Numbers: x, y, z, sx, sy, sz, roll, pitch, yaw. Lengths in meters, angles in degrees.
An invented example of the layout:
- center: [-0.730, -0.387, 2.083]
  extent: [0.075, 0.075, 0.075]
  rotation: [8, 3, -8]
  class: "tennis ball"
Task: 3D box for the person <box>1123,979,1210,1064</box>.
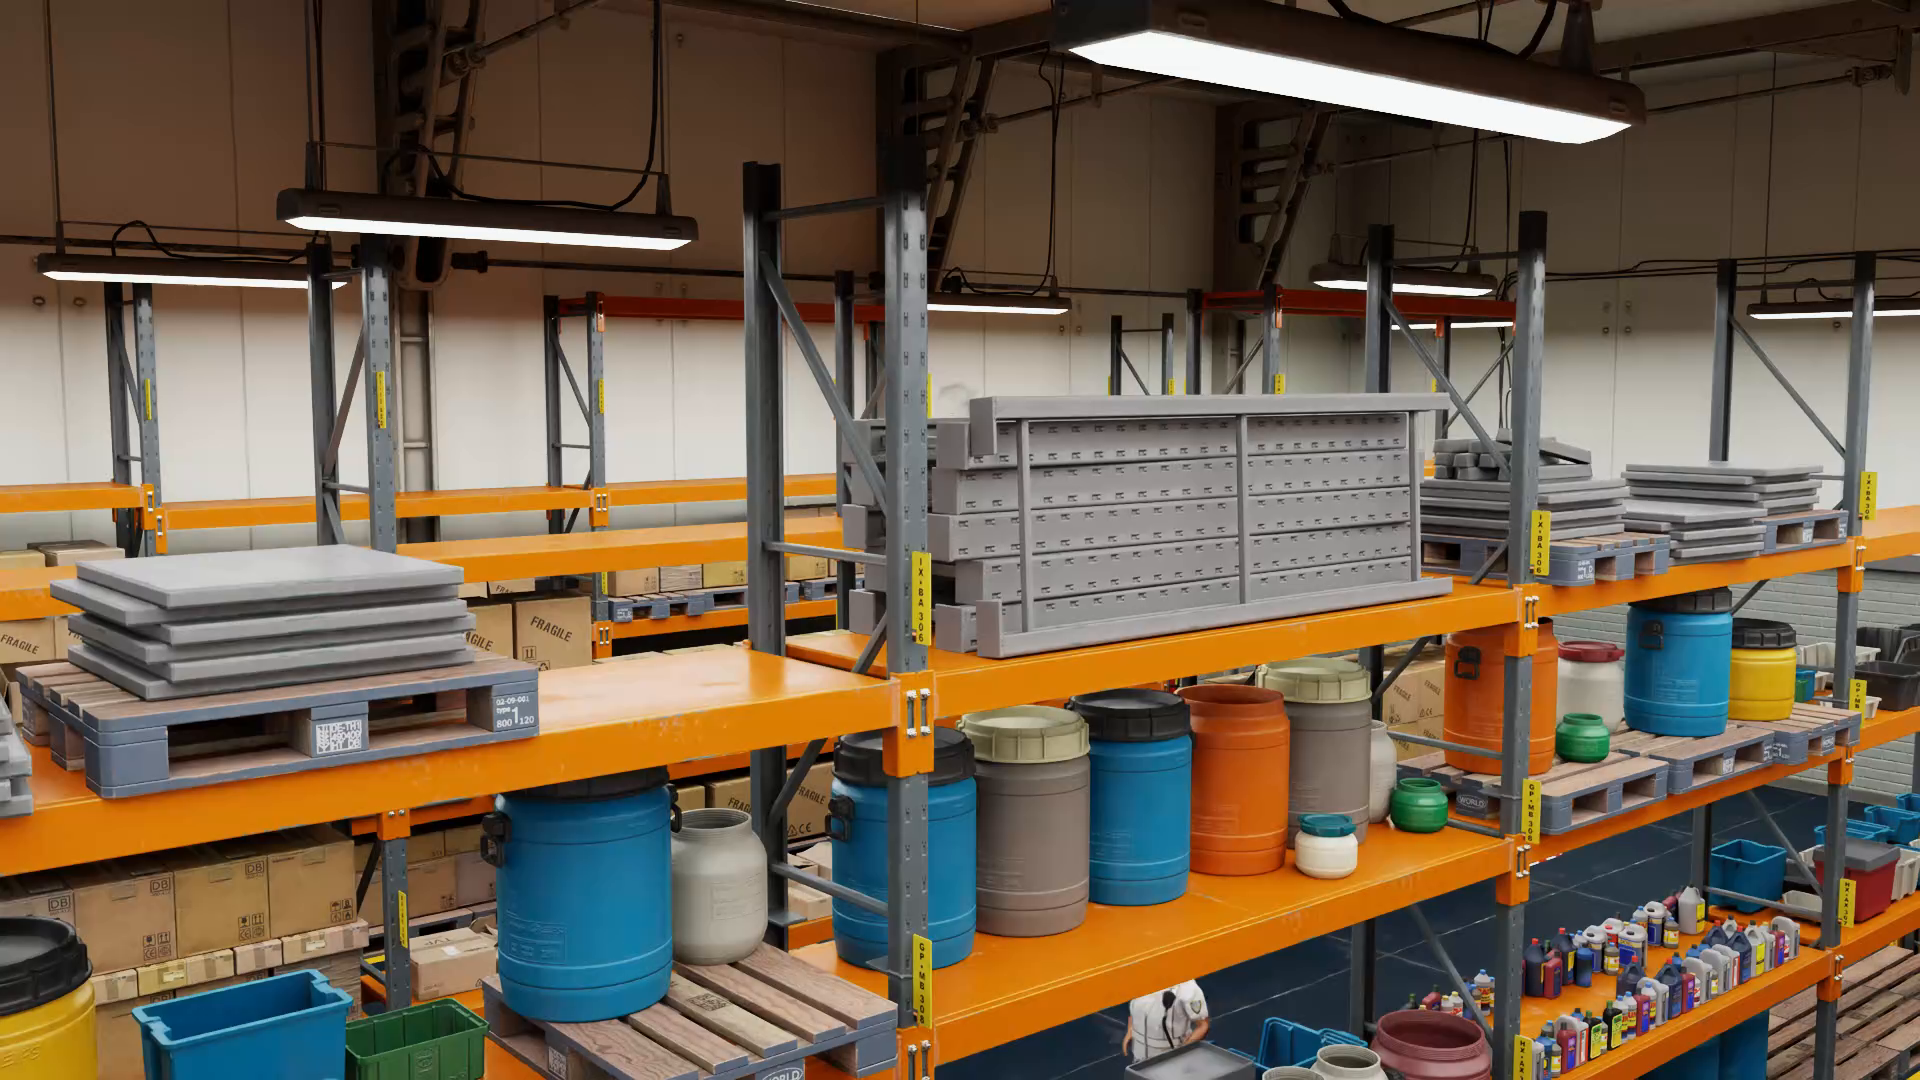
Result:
- center: [1.330, 3.327, 10.709]
  extent: [0.598, 1.638, 0.614]
  rotation: [-5, 8, -44]
  class: "person"
